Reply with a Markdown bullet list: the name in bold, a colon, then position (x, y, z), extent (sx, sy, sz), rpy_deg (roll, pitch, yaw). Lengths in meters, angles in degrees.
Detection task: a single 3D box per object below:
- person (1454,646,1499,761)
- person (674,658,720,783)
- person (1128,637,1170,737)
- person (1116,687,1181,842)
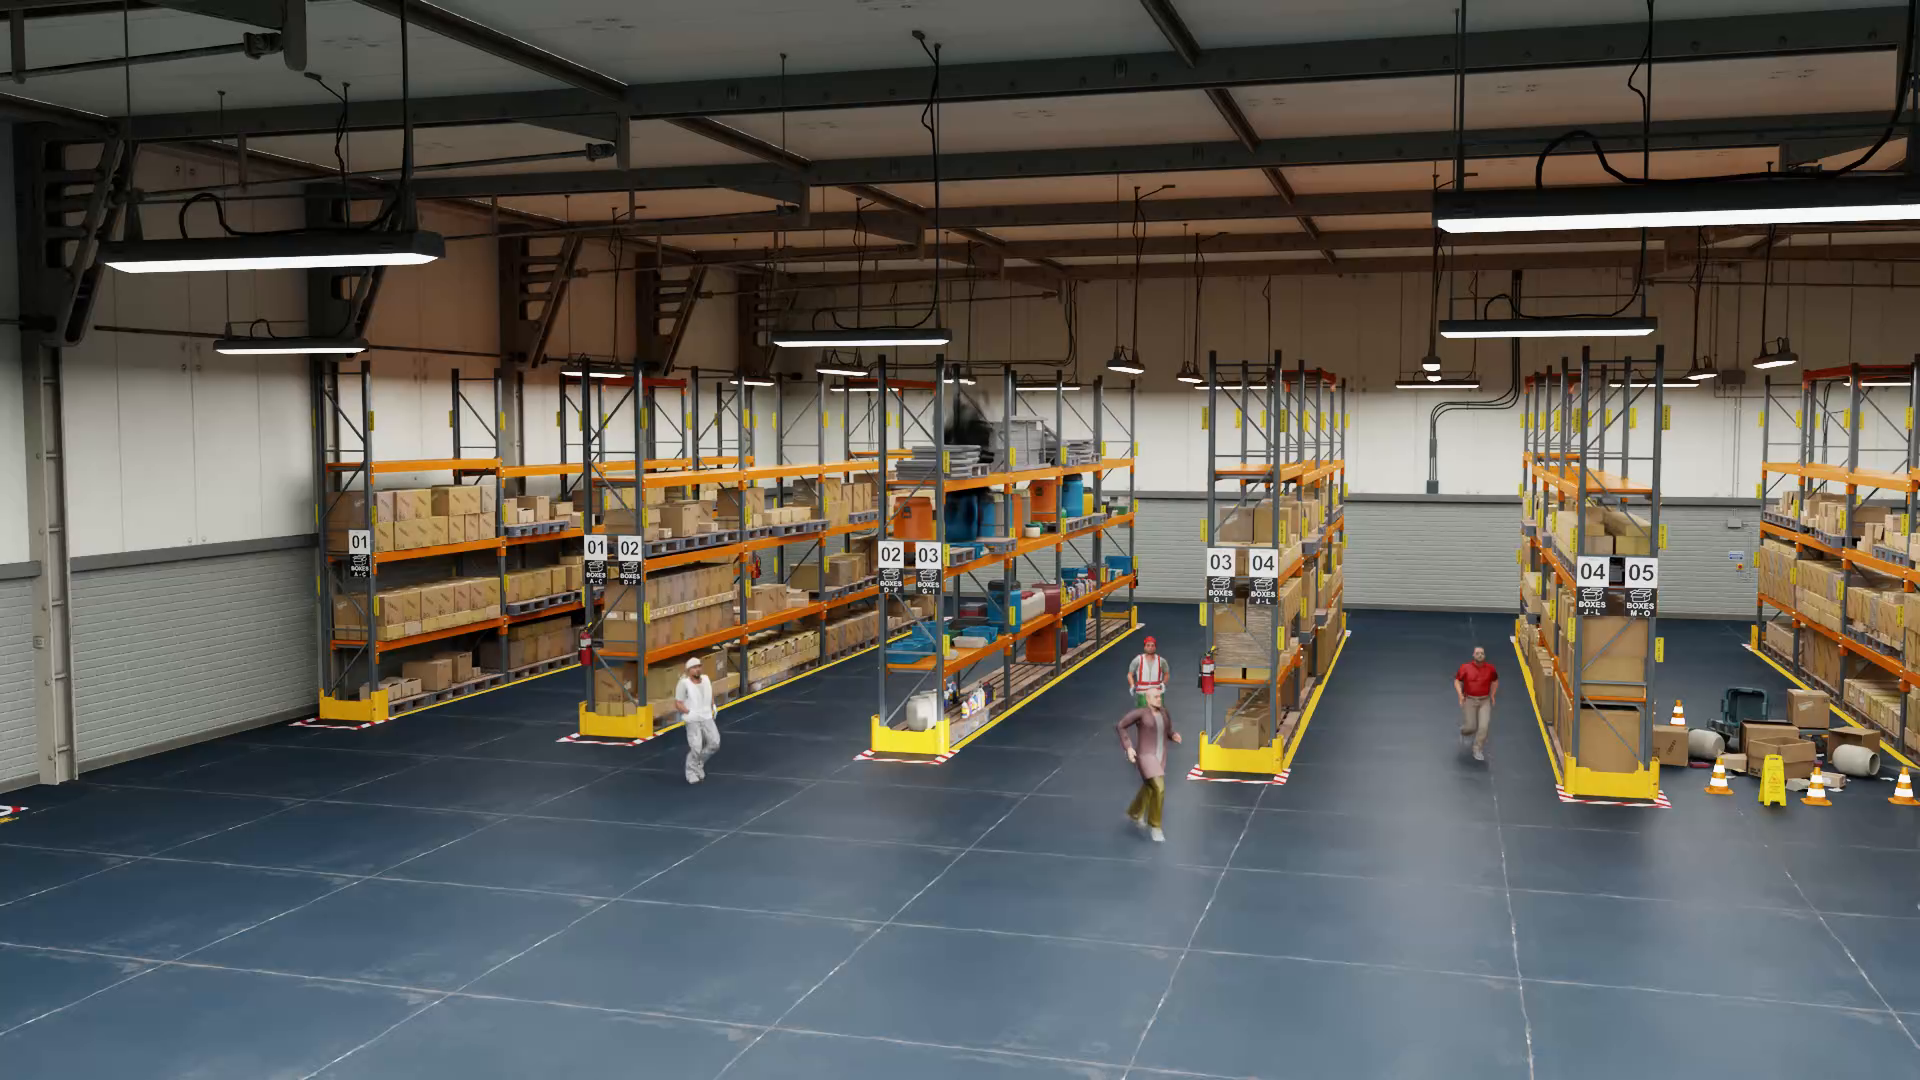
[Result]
- **person**: position (7.689, 2.403, 24.766), extent (0.650, 1.680, 0.652), rpy_deg (0, 4, 6)
- **person**: position (-3.588, 2.489, 22.948), extent (0.695, 1.737, 0.568), rpy_deg (-4, 5, -42)
- **person**: position (2.877, 2.331, 25.227), extent (0.646, 1.727, 0.644), rpy_deg (0, 4, 1)
- **person**: position (2.306, 2.692, 20.093), extent (0.689, 1.846, 0.848), rpy_deg (-4, 6, -43)
